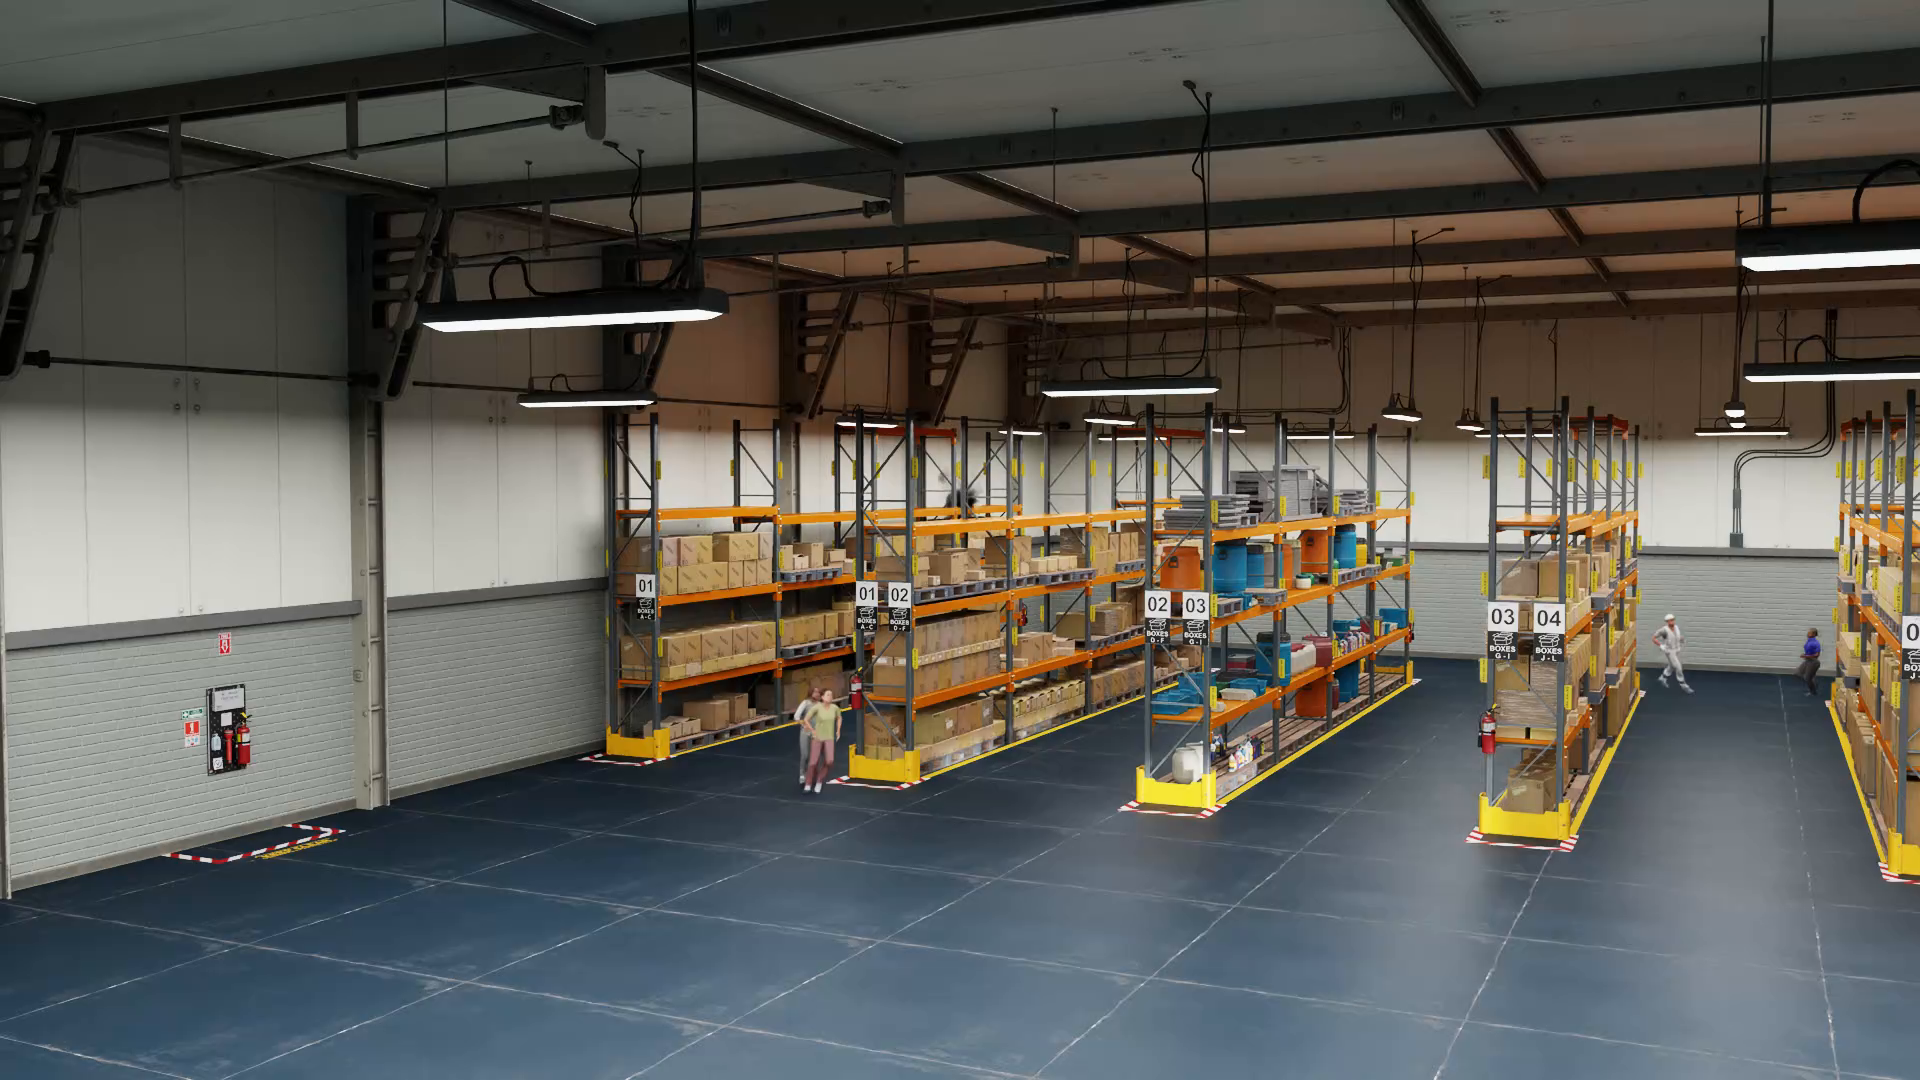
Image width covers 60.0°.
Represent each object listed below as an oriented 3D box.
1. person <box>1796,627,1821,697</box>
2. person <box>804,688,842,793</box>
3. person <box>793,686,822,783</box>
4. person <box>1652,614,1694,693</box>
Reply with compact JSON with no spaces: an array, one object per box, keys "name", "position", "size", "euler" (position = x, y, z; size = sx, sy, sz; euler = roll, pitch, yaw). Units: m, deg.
[{"name":"person","position":[18.650,2.683,36.481],"size":[0.519,1.560,0.685],"euler":[0,2,5]},{"name":"person","position":[-2.099,3.097,25.775],"size":[0.638,1.620,0.616],"euler":[-1,3,-18]},{"name":"person","position":[-2.346,3.104,26.505],"size":[0.617,1.556,0.543],"euler":[-1,2,-14]},{"name":"person","position":[15.982,2.543,37.440],"size":[0.664,1.766,0.943],"euler":[-1,3,-30]}]
